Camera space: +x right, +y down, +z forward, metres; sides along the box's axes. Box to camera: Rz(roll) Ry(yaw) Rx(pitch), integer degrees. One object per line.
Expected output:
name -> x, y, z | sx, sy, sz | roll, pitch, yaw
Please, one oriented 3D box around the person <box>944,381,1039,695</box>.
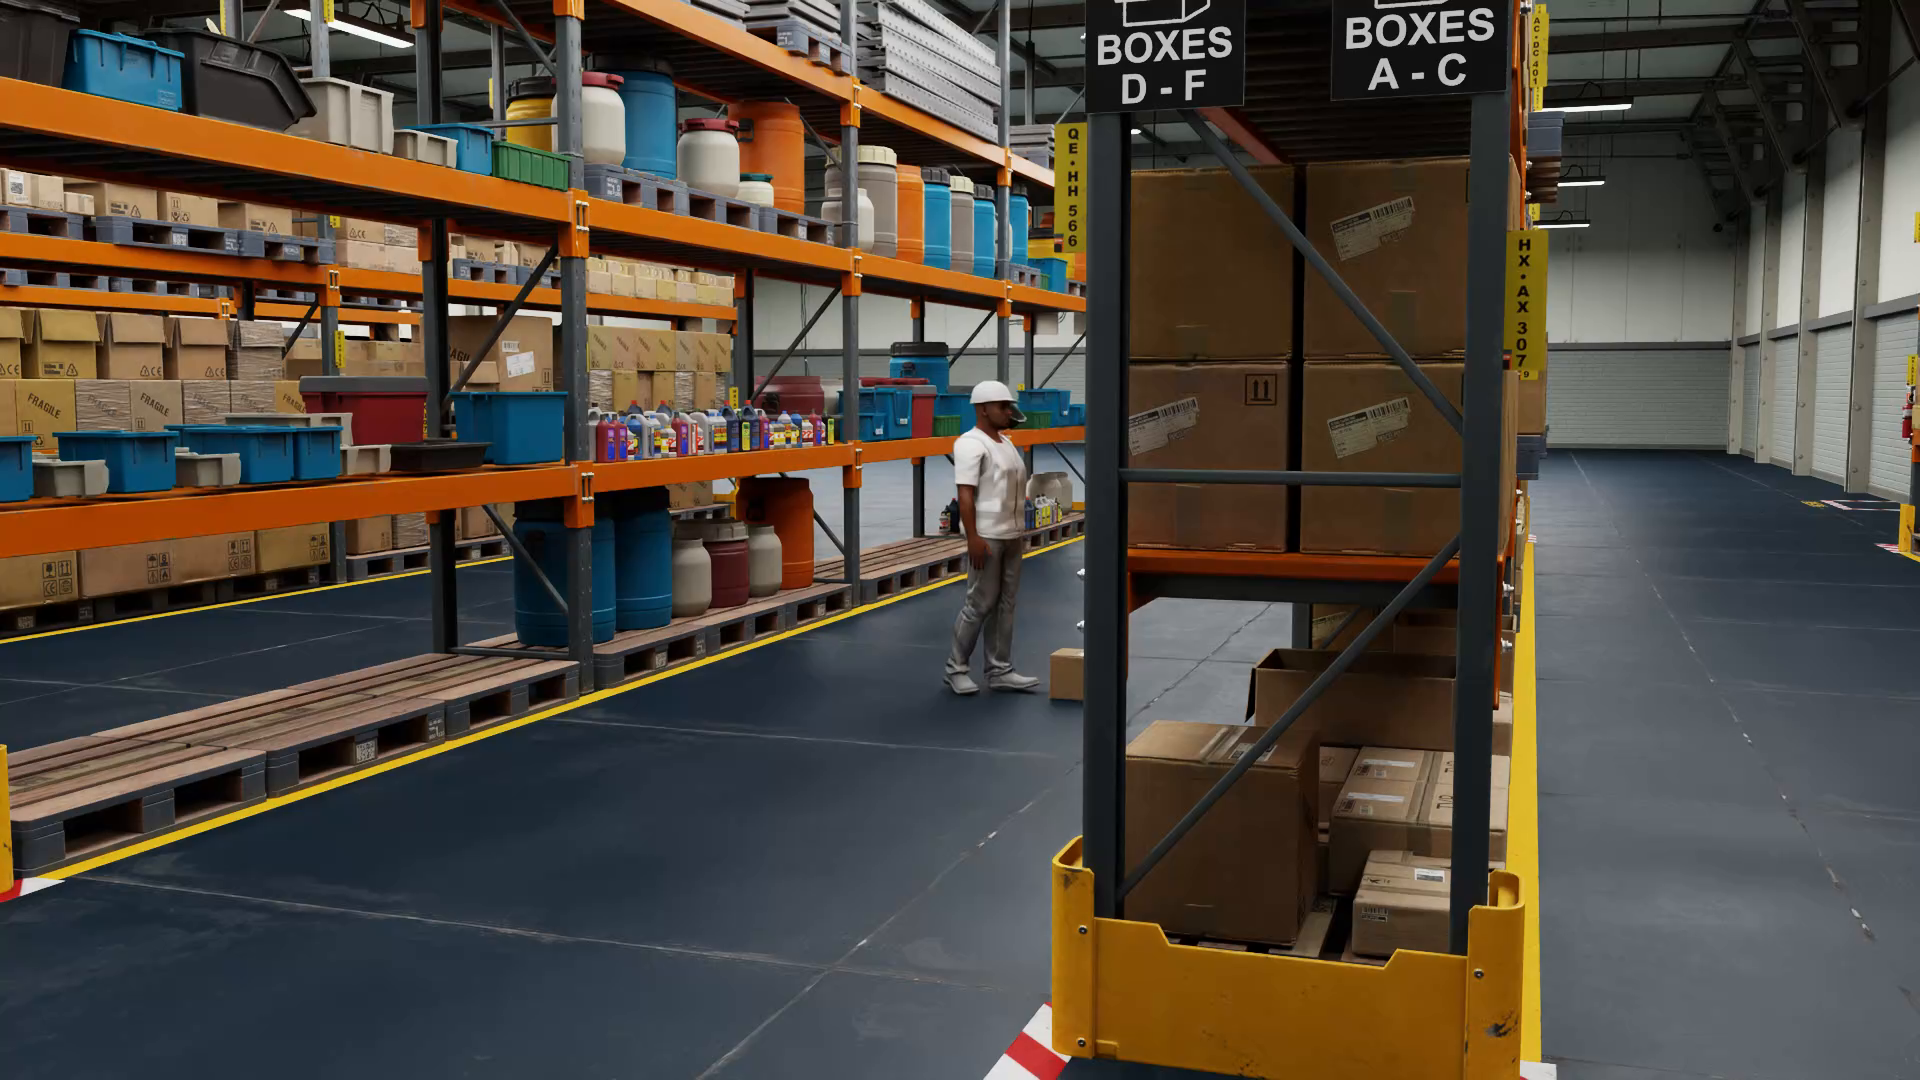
person -> 0.176, -0.017, 9.476 | 0.513, 1.769, 0.601 | 3, 6, 29
